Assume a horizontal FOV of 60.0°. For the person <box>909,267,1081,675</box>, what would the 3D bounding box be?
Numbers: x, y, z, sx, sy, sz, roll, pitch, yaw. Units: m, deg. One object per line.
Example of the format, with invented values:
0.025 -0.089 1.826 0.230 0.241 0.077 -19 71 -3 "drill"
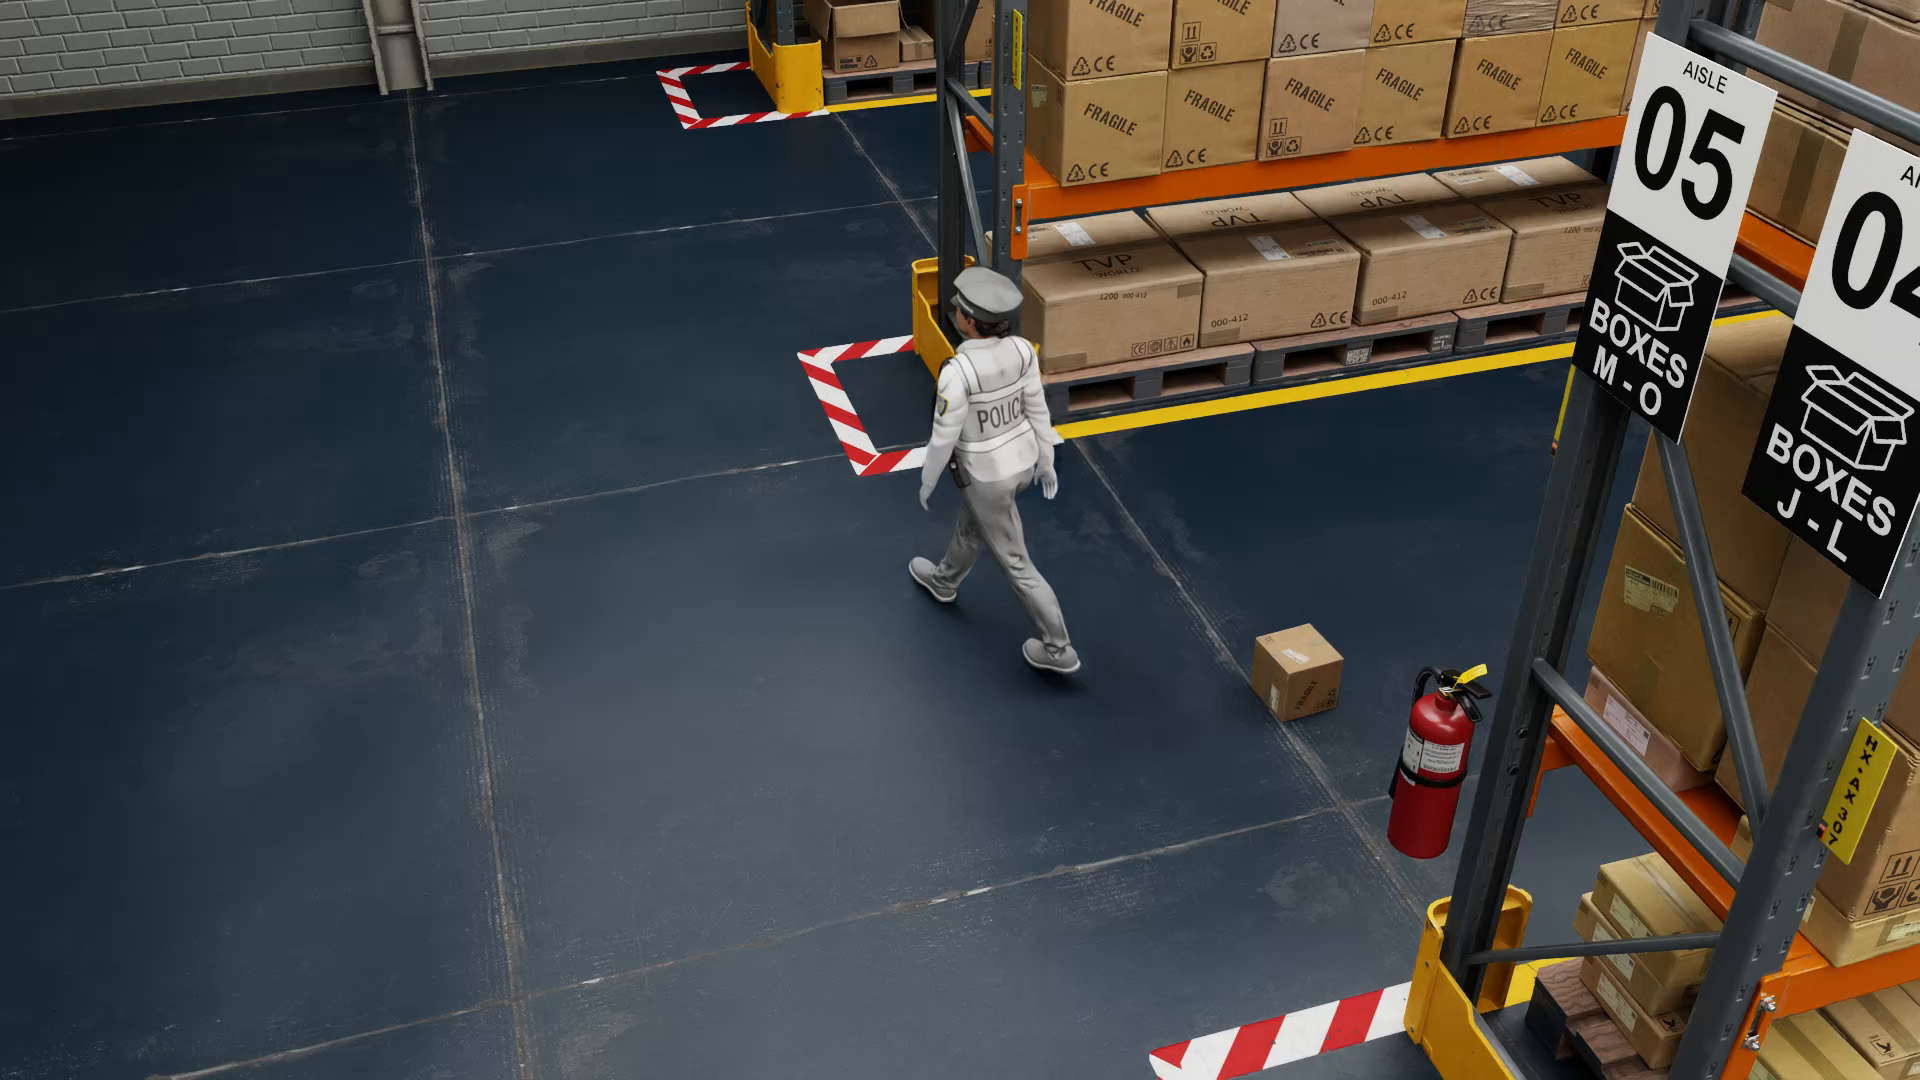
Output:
0.093 -0.288 6.555 1.023 1.618 0.509 27 42 34 "person"
